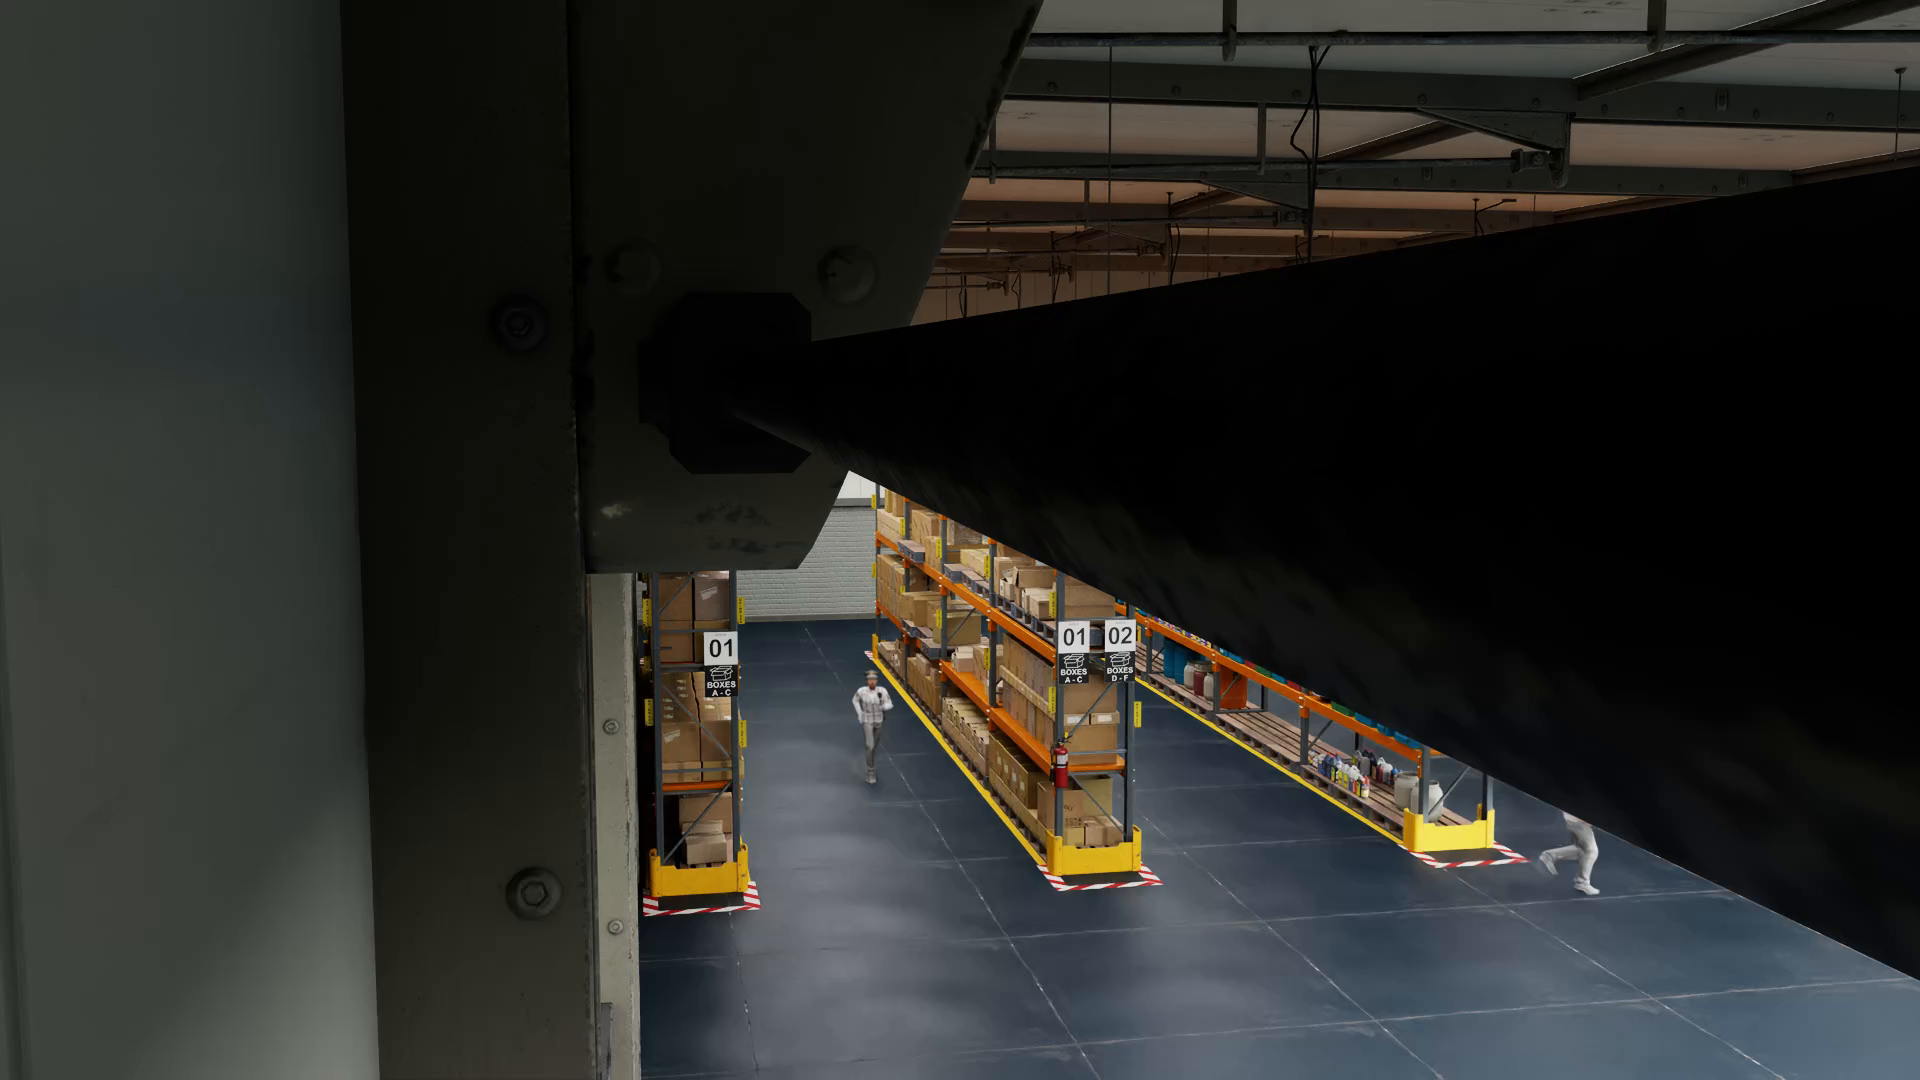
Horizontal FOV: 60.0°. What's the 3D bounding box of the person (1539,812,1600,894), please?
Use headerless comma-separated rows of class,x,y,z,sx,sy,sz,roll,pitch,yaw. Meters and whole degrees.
person,7.448,3.396,20.251,0.719,1.776,0.676,3,6,23

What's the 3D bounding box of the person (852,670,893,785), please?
person,-1.338,2.857,25.736,0.585,1.751,0.790,-2,6,-15
